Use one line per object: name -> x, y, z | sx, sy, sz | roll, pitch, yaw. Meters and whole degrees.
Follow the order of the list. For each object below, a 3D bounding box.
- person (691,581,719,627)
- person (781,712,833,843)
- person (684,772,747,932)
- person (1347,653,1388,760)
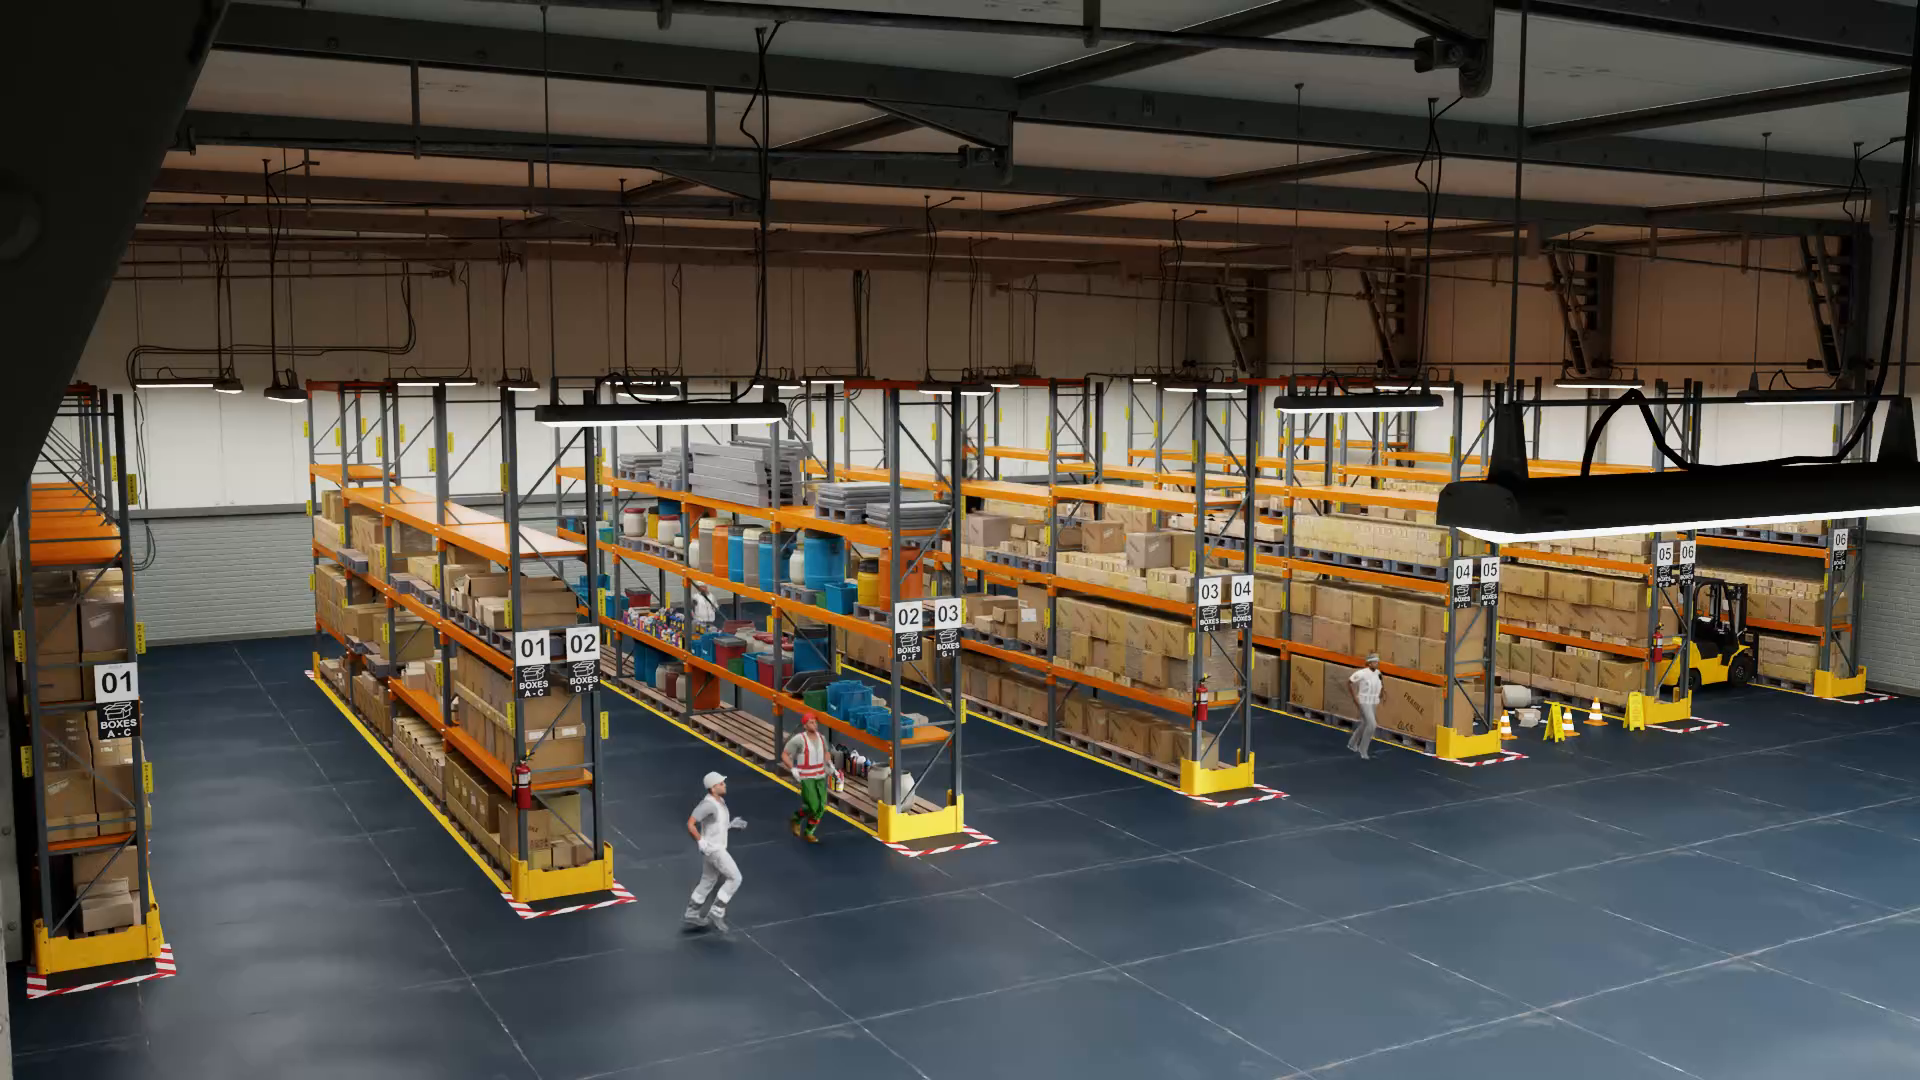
person -> -5.396, 1.701, 35.103 | 0.662, 1.748, 0.965 | -5, 8, -37
person -> -1.944, 3.137, 21.952 | 0.696, 1.727, 0.561 | -6, 9, -45
person -> -2.740, 3.471, 18.589 | 0.722, 1.795, 0.631 | 0, 6, -3
person -> 6.578, 2.669, 26.809 | 0.576, 1.730, 0.711 | -4, 8, -36
